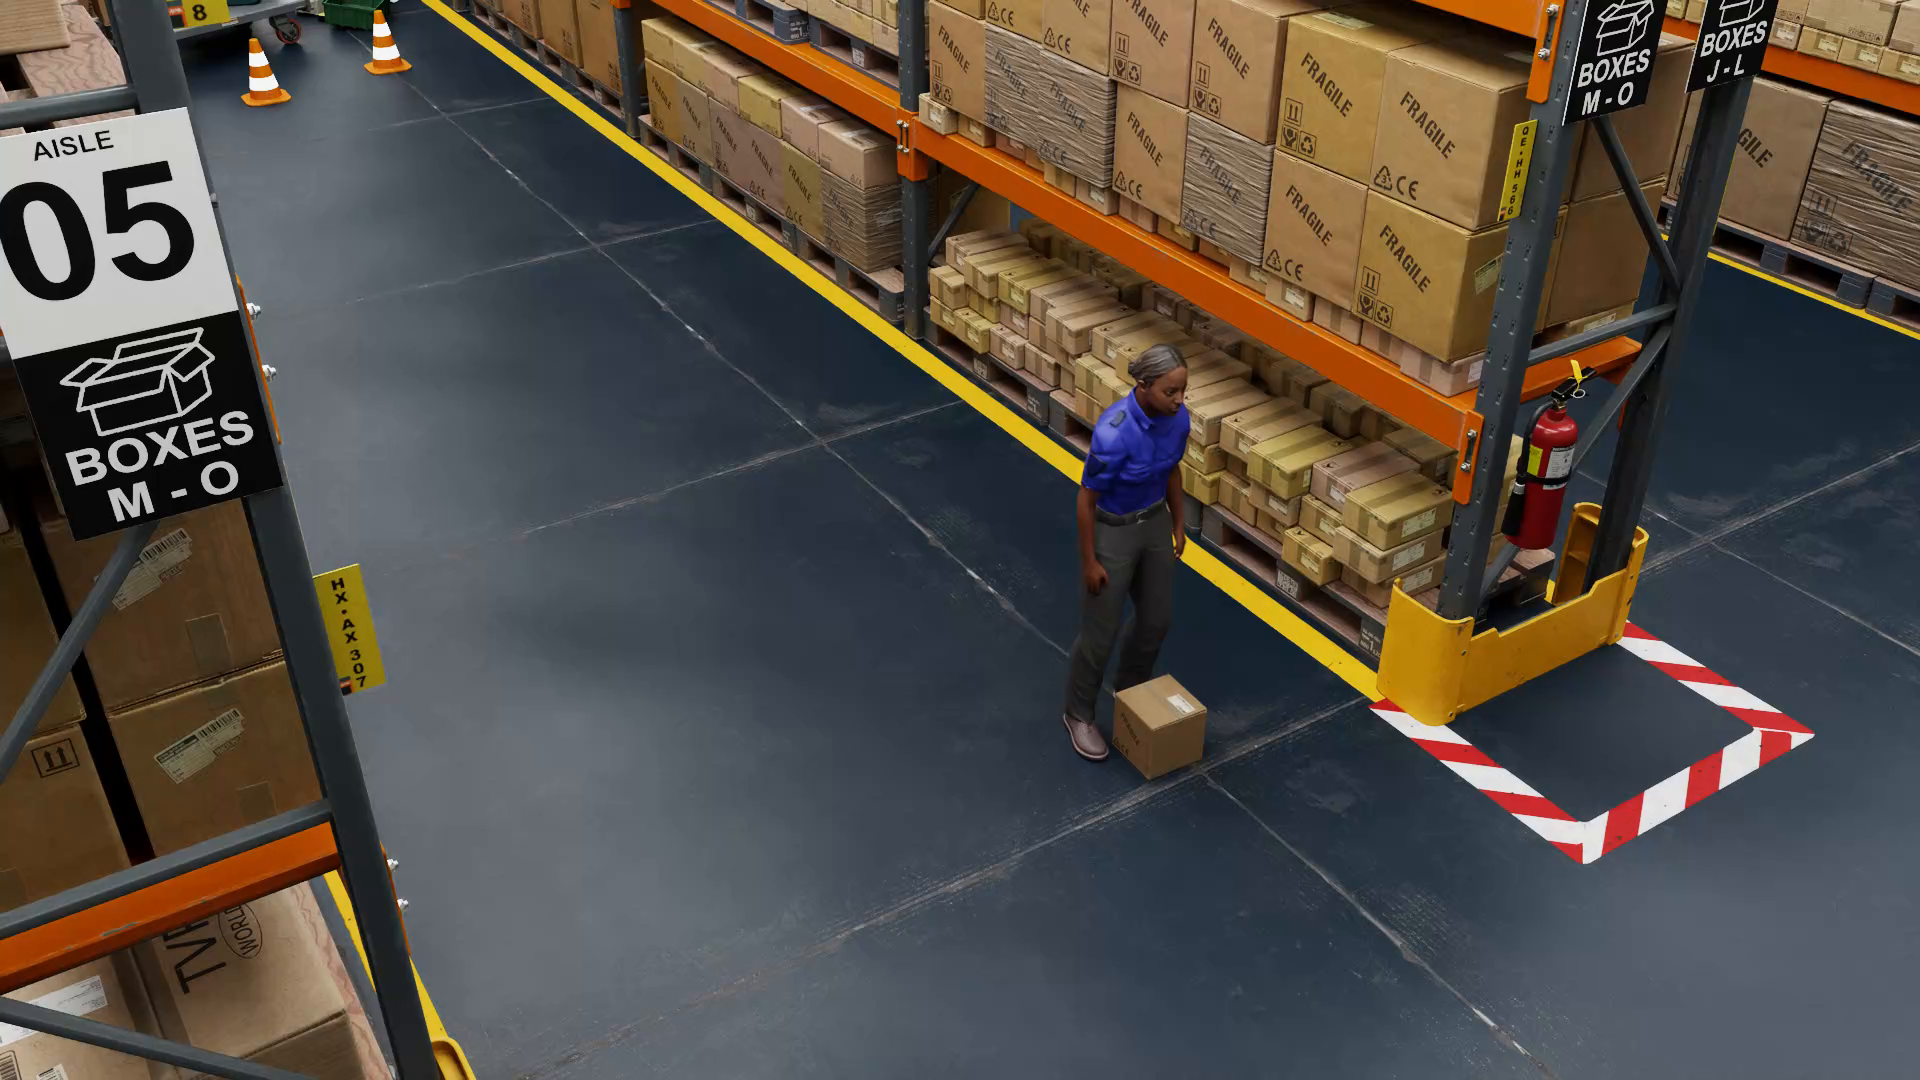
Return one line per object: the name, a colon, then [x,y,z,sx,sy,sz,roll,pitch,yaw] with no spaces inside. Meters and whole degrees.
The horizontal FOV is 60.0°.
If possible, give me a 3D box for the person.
person: [0.626,0.015,6.121,0.531,1.654,0.351,-22,39,-30]
